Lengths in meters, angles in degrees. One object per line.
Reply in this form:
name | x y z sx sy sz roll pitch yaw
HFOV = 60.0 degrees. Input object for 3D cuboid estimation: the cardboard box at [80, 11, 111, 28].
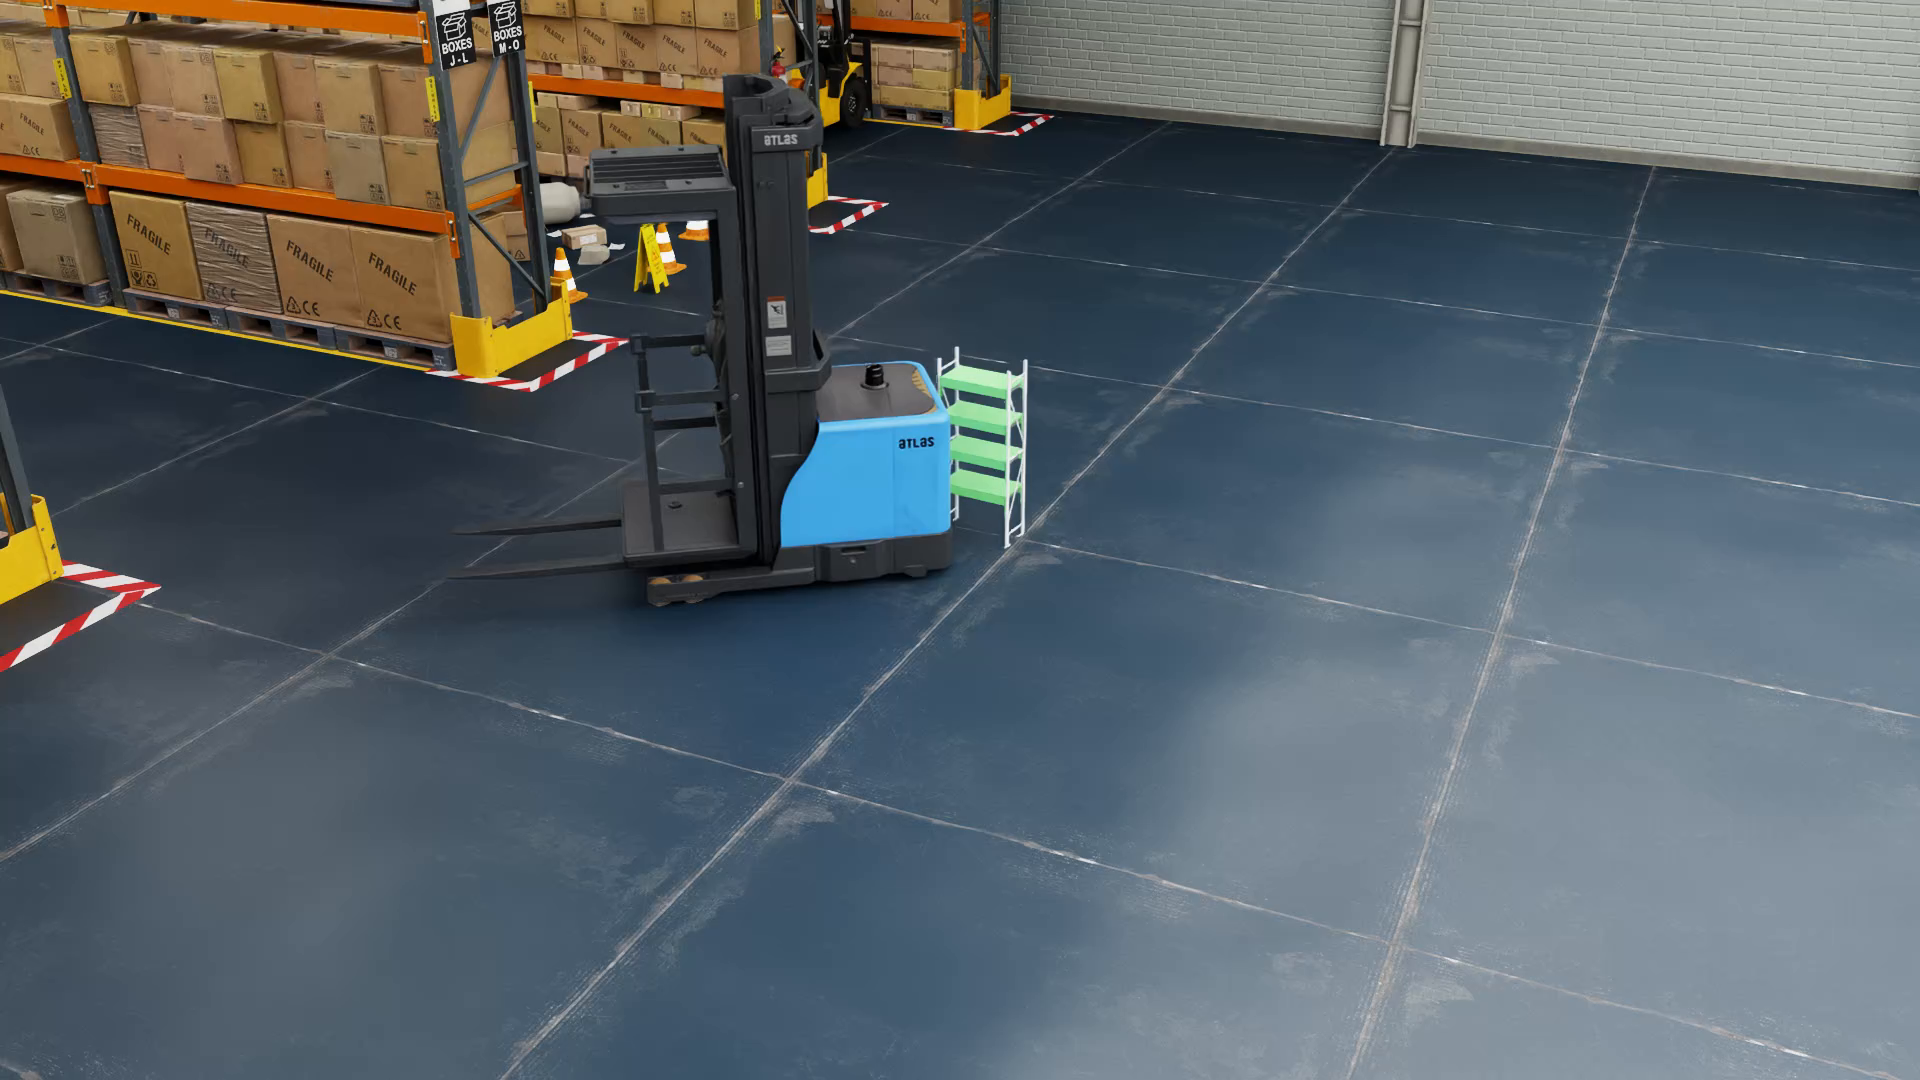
cardboard box | -10.543 -6.483 20.692 0.500 0.250 0.500 11 28 21

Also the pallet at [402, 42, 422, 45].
pallet | -6.046 -5.757 19.265 1.213 0.211 1.003 11 28 22

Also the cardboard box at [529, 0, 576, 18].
cardboard box | -4.198 -5.900 17.755 0.500 0.500 0.700 11 28 21

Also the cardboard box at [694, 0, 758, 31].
cardboard box | -2.325 -5.546 17.037 0.500 0.500 0.700 11 28 21

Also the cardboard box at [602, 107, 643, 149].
cardboard box | -3.540 -4.436 18.152 0.500 0.500 0.500 11 28 21

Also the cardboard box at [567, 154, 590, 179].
cardboard box | -4.011 -4.195 18.511 0.500 0.250 0.500 11 28 21

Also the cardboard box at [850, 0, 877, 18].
cardboard box | -1.210 -7.132 21.726 0.500 0.500 0.500 11 28 21

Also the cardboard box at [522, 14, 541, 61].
cardboard box | -4.659 -5.549 18.174 0.500 0.500 0.500 11 28 22

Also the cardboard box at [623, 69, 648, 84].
cardboard box | -3.392 -4.989 17.772 0.250 0.149 0.380 11 28 21

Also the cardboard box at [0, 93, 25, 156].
cardboard box | -8.414 -3.762 14.881 0.500 0.500 0.500 11 28 21

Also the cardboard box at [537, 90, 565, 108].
cardboard box | -4.428 -4.871 18.301 0.250 0.149 0.380 13 29 24

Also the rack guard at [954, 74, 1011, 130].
rack guard | 0.303 -5.785 21.933 0.348 0.500 1.175 11 28 22

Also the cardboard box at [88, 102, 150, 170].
cardboard box | -7.027 -3.641 14.580 0.550 0.550 0.875 11 28 22

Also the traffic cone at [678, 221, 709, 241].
traffic cone | -2.695 -3.336 17.001 0.334 0.463 0.336 11 28 22

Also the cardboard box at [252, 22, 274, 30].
cardboard box | -8.118 -6.126 19.605 0.250 0.149 0.380 12 28 22

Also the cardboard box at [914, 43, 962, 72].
cardboard box | -0.267 -6.273 21.600 0.500 0.250 0.500 12 29 24

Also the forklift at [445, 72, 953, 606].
forklift | -1.616 -1.173 9.815 3.031 2.935 1.130 -5 27 -10

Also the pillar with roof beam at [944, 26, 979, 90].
pillar with roof beam | -1.761 -8.361 17.544 0.400 9.000 9.100 11 28 22

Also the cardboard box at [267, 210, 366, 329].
cardboard box | -5.173 -2.398 14.154 0.875 0.875 0.875 11 28 21

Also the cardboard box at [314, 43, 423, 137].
cardboard box | -4.587 -3.604 13.281 0.550 0.550 0.875 11 28 22

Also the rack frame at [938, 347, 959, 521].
rack frame | -0.074 -0.637 10.686 0.015 1.200 0.240 14 29 26

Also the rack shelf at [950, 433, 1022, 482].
rack shelf | 0.139 -0.528 10.608 0.480 0.148 0.258 14 29 26

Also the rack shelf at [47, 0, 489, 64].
rack shelf | -5.547 -4.294 13.494 4.000 0.370 1.077 11 28 22

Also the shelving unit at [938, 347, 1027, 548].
shelving unit | 0.139 -0.585 10.580 0.503 1.200 0.258 14 29 26

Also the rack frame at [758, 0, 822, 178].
rack frame | -1.770 -4.914 17.335 0.127 3.000 1.000 11 28 22

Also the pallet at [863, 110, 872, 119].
pallet | -1.539 -6.006 22.710 1.213 0.211 1.003 11 28 22

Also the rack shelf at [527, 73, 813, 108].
rack shelf | -3.590 -4.957 18.236 4.000 0.370 1.077 11 28 22

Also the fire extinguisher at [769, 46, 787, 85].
fire extinguisher | -1.856 -4.673 16.933 0.183 0.674 0.296 11 28 22

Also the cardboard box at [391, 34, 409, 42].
cardboard box | -6.226 -5.759 18.861 0.250 0.149 0.380 10 28 20

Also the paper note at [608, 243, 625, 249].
paper note | -3.454 -2.954 16.716 0.142 0.019 0.148 2 26 4

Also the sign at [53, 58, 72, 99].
sign | -7.584 -3.900 14.055 0.005 0.325 0.100 11 28 22

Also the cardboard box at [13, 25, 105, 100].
cardboard box | -7.822 -4.218 14.677 0.500 0.500 0.700 11 28 21

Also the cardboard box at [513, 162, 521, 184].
cardboard box | -4.999 -3.782 17.863 0.500 0.500 0.500 -12 29 -23

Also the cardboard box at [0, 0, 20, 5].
cardboard box | -11.923 -6.987 21.149 0.500 0.250 0.500 12 29 23

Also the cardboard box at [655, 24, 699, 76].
cardboard box | -2.832 -5.174 17.413 0.500 0.500 0.500 11 28 22

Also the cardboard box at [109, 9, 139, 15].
cardboard box | -10.067 -6.612 20.388 0.500 0.250 0.500 11 28 20

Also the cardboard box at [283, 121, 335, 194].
cardboard box | -5.051 -3.267 13.819 0.550 0.550 0.875 11 28 22

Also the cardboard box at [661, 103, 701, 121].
cardboard box | -2.969 -4.578 17.706 0.250 0.149 0.380 12 29 23

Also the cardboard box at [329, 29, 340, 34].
cardboard box | -7.114 -5.986 19.321 0.250 0.149 0.380 10 28 20

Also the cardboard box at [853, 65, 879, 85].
cardboard box | -1.222 -6.235 22.089 0.500 0.250 0.500 11 28 21

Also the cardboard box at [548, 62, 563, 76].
cardboard box | -4.285 -5.189 18.178 0.250 0.149 0.380 11 28 22

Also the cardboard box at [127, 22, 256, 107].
cardboard box | -6.498 -4.053 14.194 0.550 0.550 0.875 11 28 22

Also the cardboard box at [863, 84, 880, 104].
cardboard box | -1.177 -6.014 22.206 0.500 0.250 0.500 12 29 22

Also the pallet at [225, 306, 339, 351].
pallet | -5.594 -1.992 14.558 1.213 0.211 1.003 11 28 22

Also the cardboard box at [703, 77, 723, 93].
cardboard box | -2.475 -4.785 17.358 0.250 0.149 0.380 11 28 21

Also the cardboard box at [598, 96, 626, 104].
cardboard box | -3.833 -4.751 18.793 0.500 0.500 0.500 13 29 24

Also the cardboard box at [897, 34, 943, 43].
cardboard box | -0.534 -6.568 22.199 0.500 0.250 0.500 11 28 22
